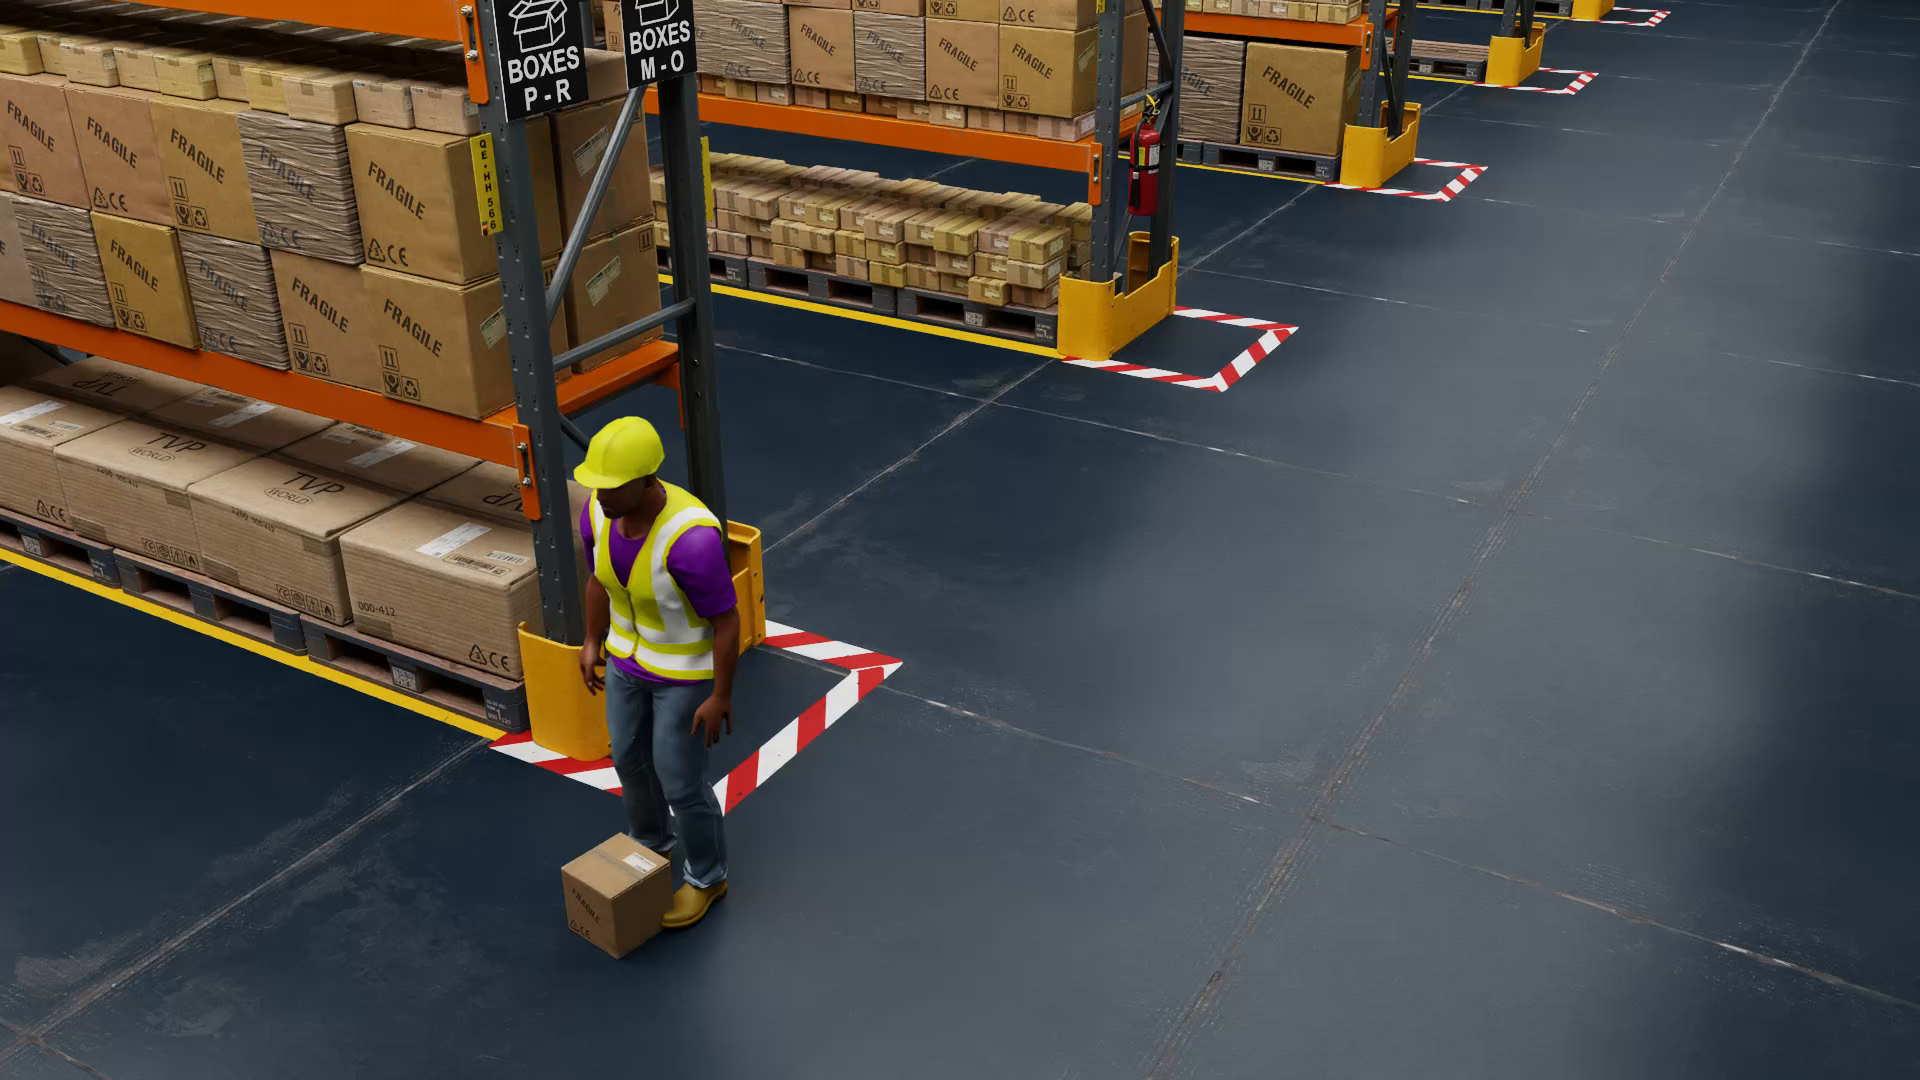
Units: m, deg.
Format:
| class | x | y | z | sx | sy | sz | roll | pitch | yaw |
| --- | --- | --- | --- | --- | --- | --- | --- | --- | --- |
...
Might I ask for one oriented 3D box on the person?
| class | x | y | z | sx | sy | sz | roll | pitch | yaw |
| --- | --- | --- | --- | --- | --- | --- | --- | --- | --- |
| person | -0.964 | 0.411 | 5.268 | 0.633 | 1.758 | 0.461 | 19 | 32 | 33 |
